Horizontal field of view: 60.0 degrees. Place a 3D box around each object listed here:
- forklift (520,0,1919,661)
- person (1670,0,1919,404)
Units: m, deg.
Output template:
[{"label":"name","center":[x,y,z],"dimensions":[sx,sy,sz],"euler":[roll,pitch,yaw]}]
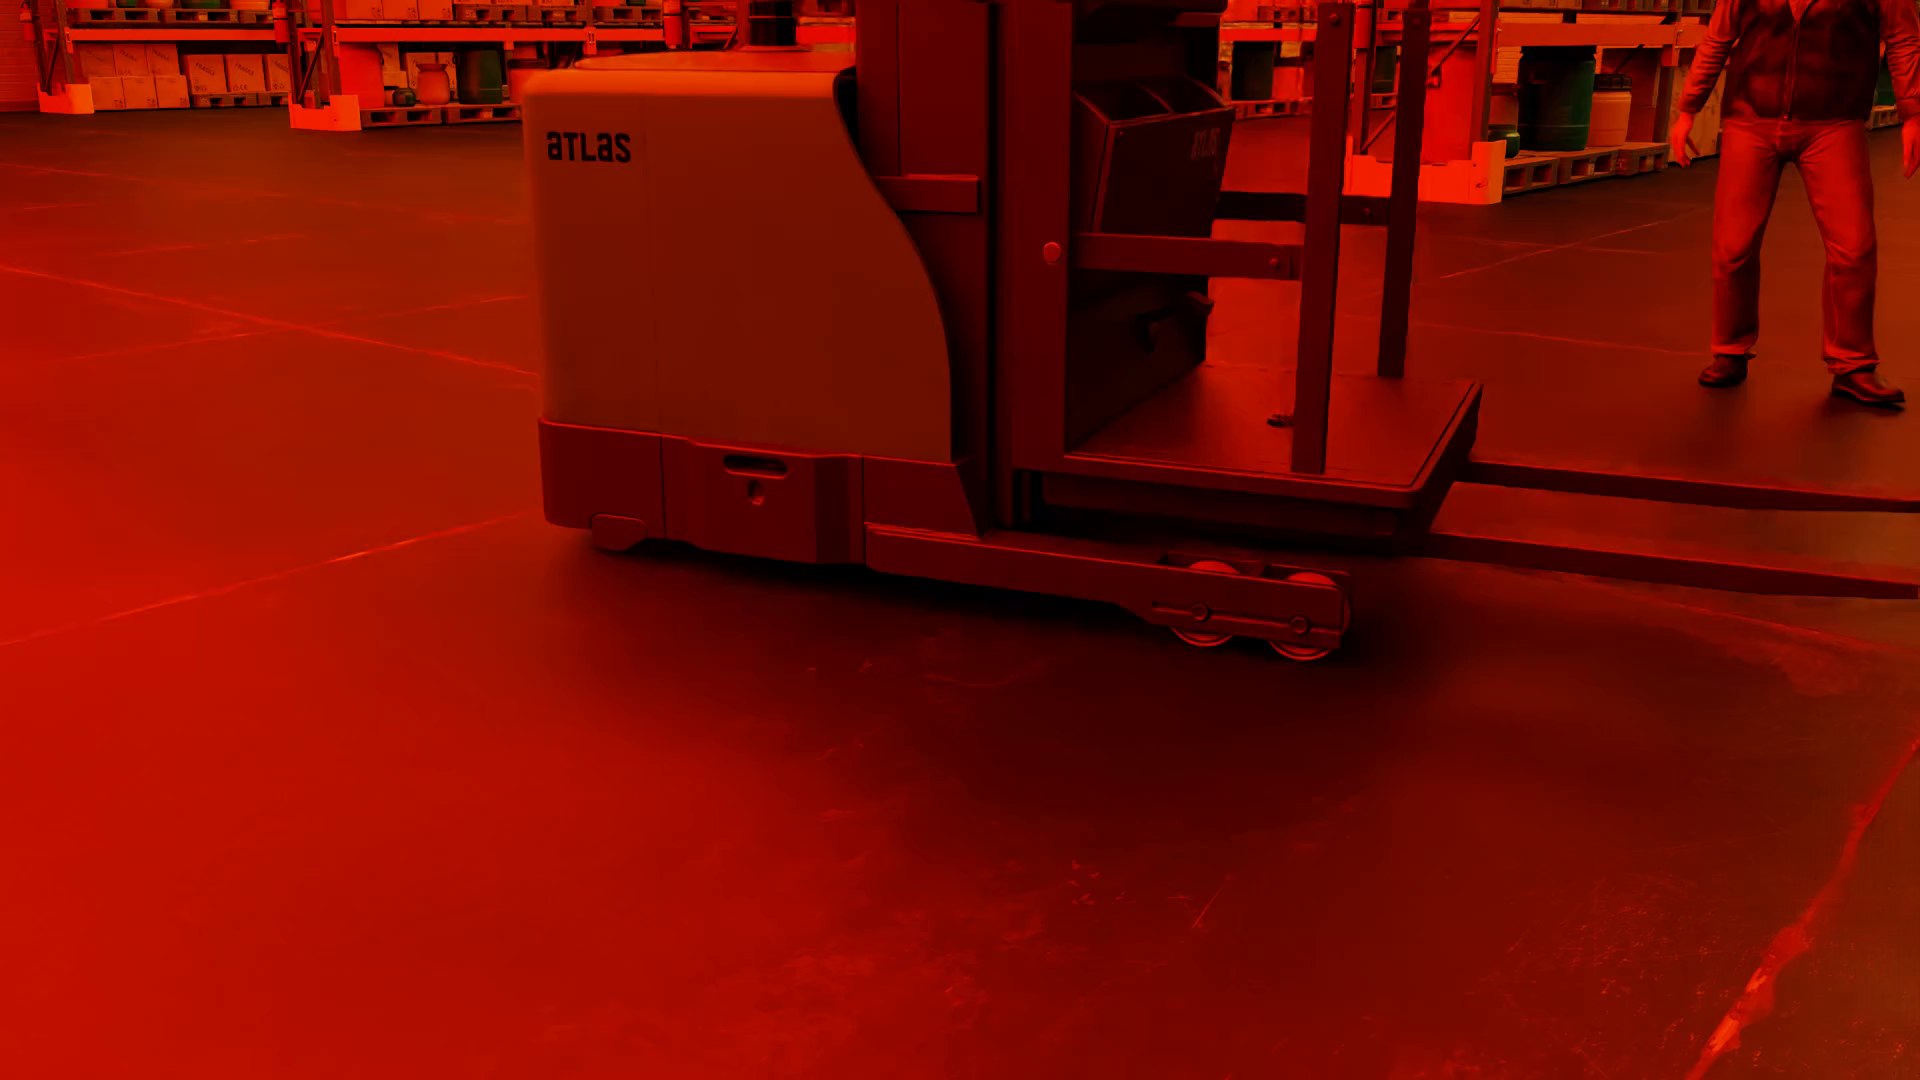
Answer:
[{"label":"forklift","center":[0.597,-1.346,3.332],"dimensions":[3.031,2.935,1.130],"euler":[7,18,22]},{"label":"person","center":[2.753,-1.330,5.422],"dimensions":[0.840,1.693,0.386],"euler":[11,20,31]}]
